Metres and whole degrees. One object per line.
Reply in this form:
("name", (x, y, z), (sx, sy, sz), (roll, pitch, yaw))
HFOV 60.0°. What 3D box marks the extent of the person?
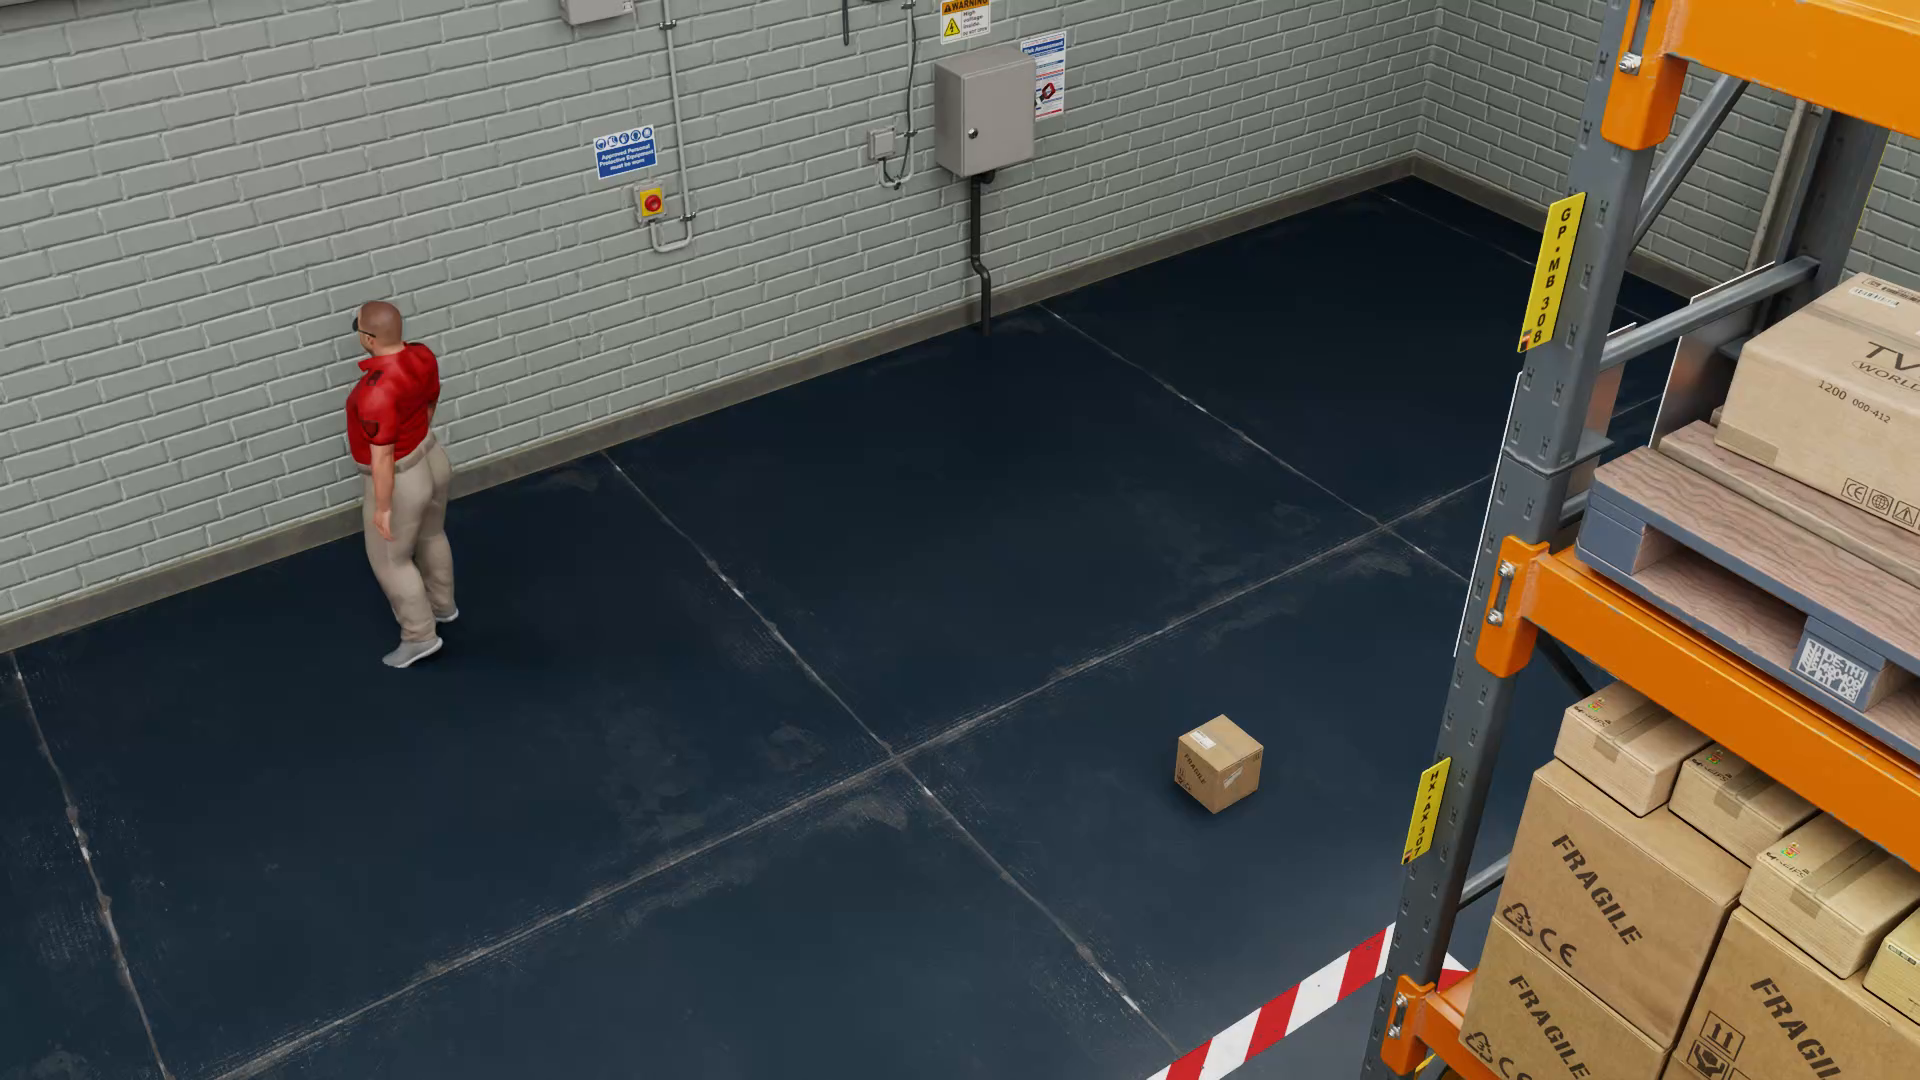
("person", (-2.507, -0.251, 7.380), (0.451, 1.805, 0.584), (8, 37, 11))
